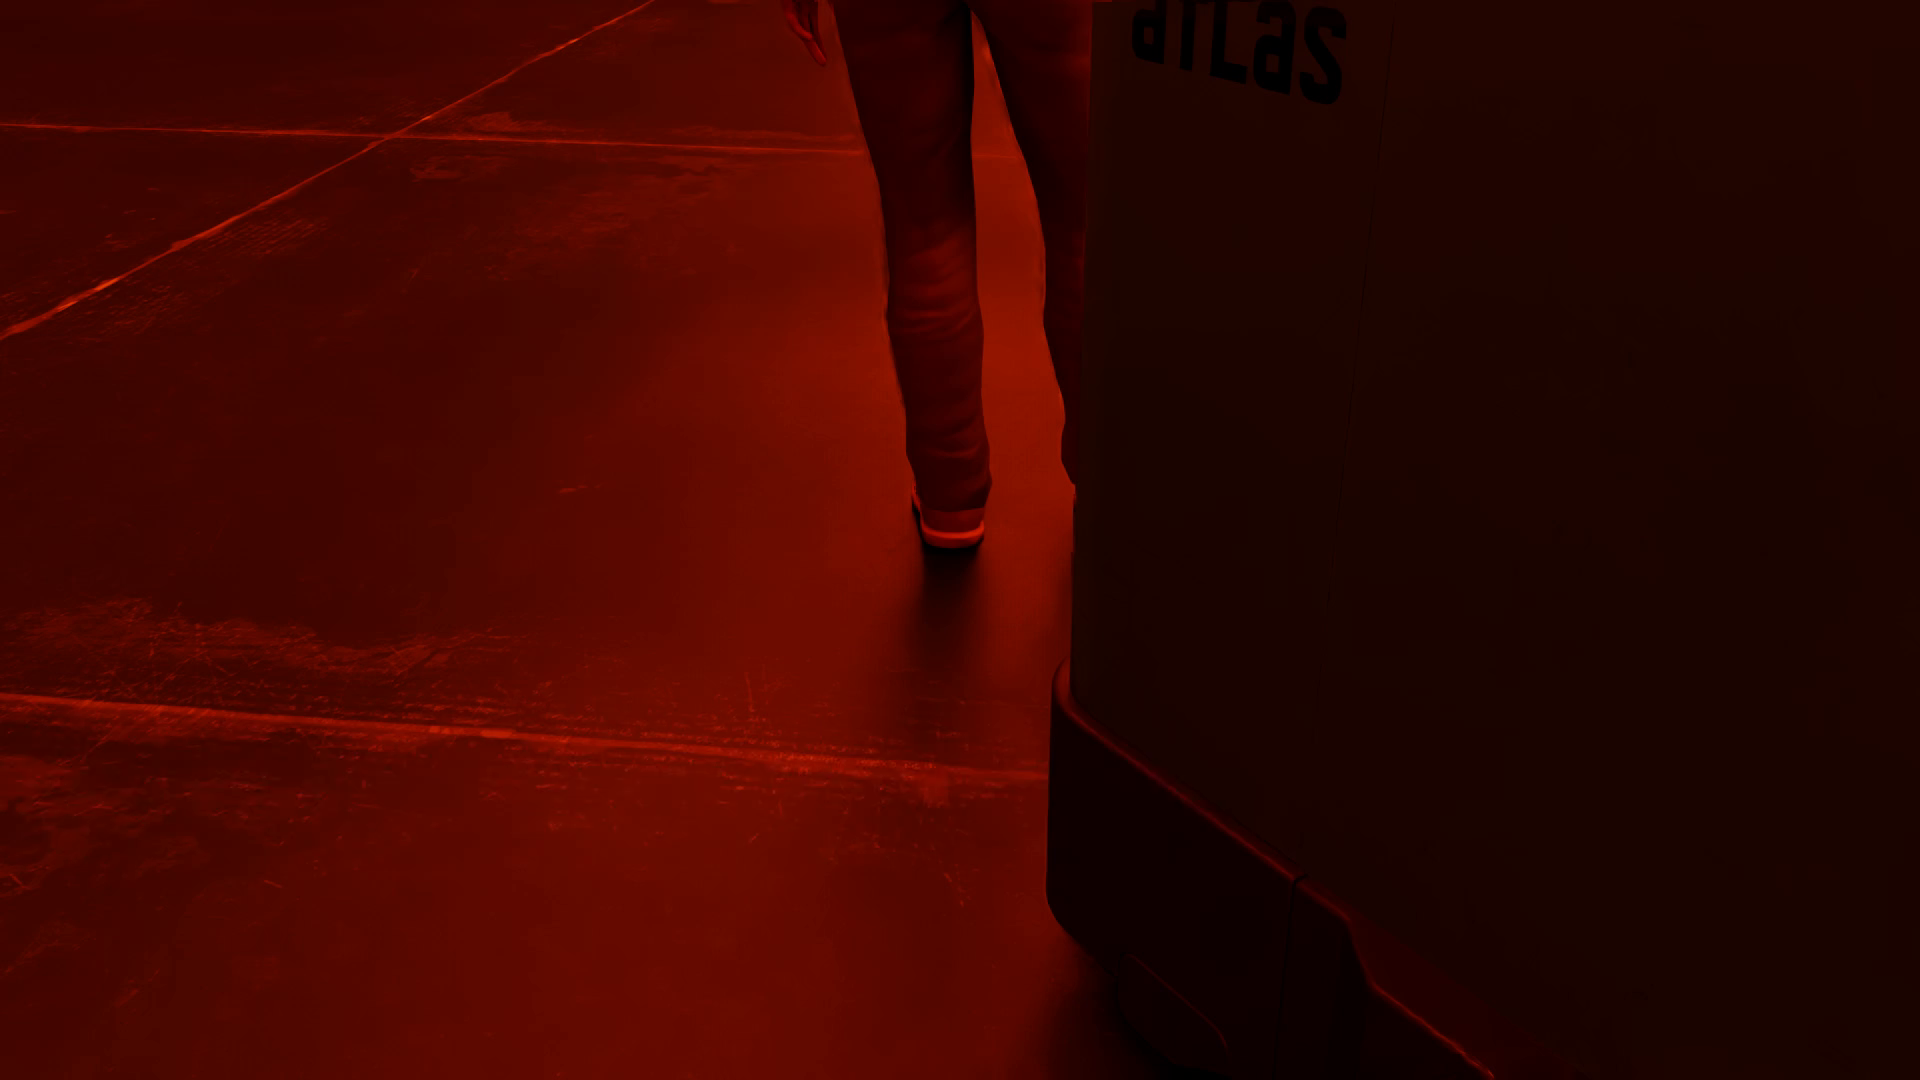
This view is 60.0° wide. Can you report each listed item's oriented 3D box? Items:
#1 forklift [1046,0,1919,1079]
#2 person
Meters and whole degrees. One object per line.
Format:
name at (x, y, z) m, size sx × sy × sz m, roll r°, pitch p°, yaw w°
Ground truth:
forklift at (1.328, -0.483, 0.185) m, size 1.130 × 2.935 × 3.031 m, roll -17°, pitch 31°, yaw -30°
person at (0.034, -0.784, 2.212) m, size 0.565 × 1.656 × 0.494 m, roll 4°, pitch 27°, yaw 7°
